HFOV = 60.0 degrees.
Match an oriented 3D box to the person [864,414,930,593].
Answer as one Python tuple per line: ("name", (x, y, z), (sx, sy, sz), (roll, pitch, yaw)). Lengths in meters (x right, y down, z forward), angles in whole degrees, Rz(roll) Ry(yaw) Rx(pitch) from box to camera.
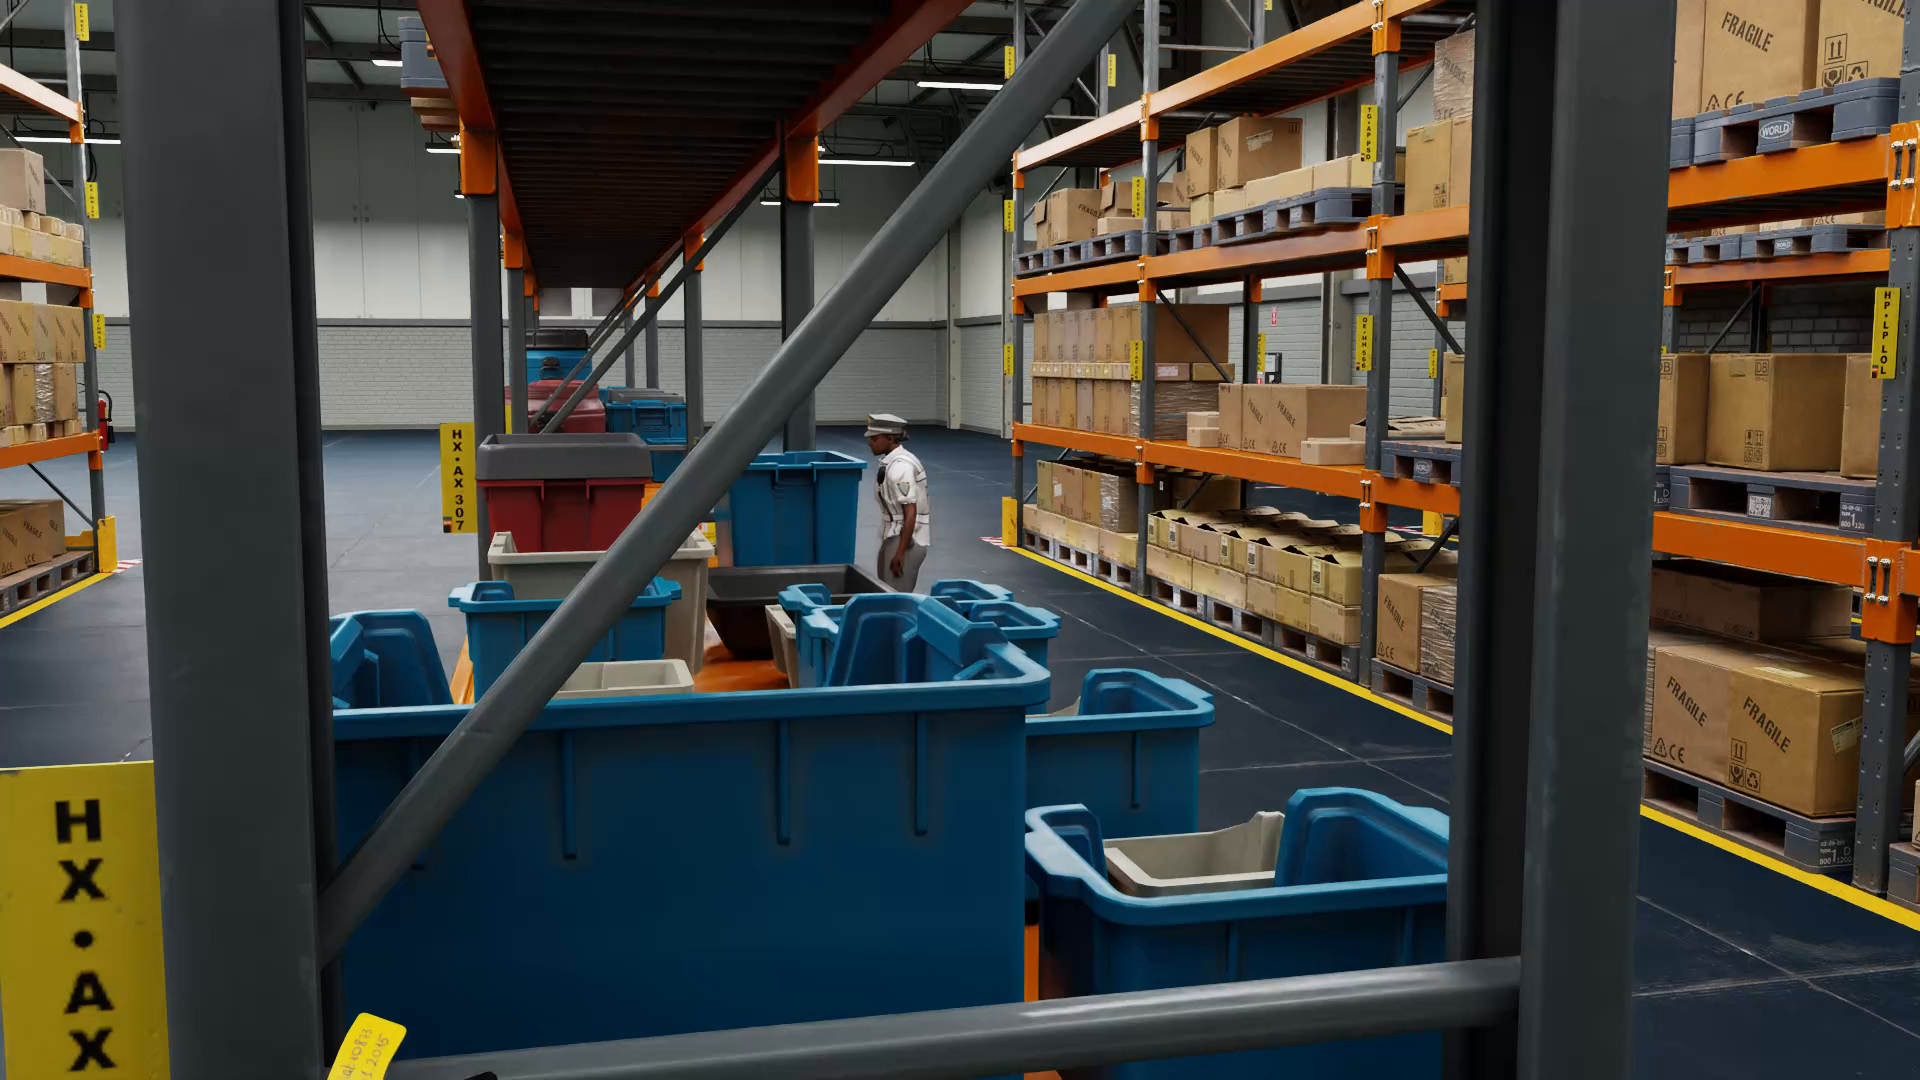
("person", (-0.399, 0.059, 10.146), (0.416, 1.659, 0.509), (-2, 6, -14))
